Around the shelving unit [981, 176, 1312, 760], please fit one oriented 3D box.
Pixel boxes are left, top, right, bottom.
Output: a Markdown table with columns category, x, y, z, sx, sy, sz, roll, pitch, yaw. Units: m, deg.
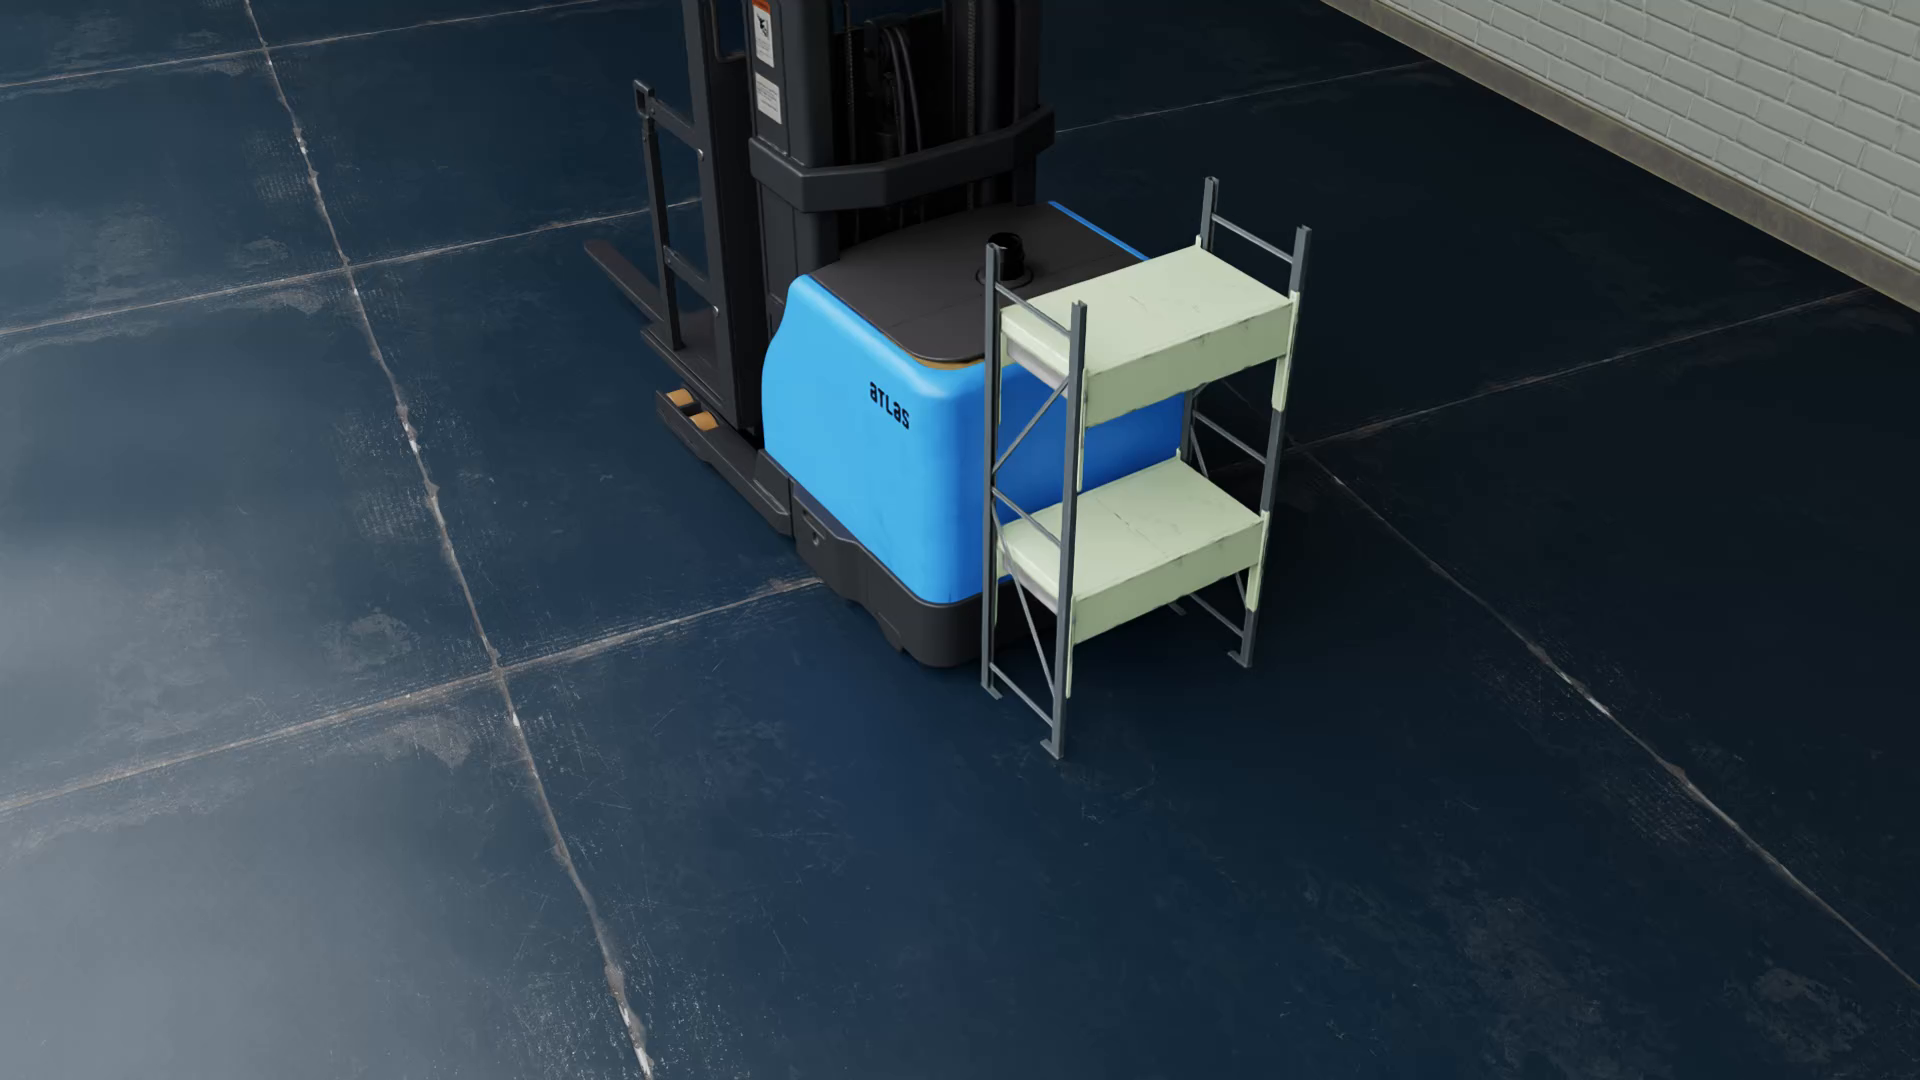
| category | x | y | z | sx | sy | sz | roll | pitch | yaw |
| --- | --- | --- | --- | --- | --- | --- | --- | --- | --- |
| shelving unit | 0.490 | -0.179 | 4.731 | 0.755 | 1.500 | 0.431 | -22 | 42 | -26 |

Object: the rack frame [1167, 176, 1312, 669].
| category | x | y | z | sx | sy | sz | roll | pitch | yaw |
| --- | --- | --- | --- | --- | --- | --- | --- | --- | --- |
| rack frame | 0.795 | -0.300 | 4.895 | 0.023 | 1.500 | 0.400 | -22 | 42 | -26 |

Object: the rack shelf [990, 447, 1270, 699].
| category | x | y | z | sx | sy | sz | roll | pitch | yaw |
| --- | --- | --- | --- | --- | --- | --- | --- | --- | --- |
| rack shelf | 0.490 | 0.083 | 4.926 | 0.720 | 0.370 | 0.431 | -22 | 42 | -26 |

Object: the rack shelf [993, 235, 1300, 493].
| category | x | y | z | sx | sy | sz | roll | pitch | yaw |
| --- | --- | --- | --- | --- | --- | --- | --- | --- | --- |
| rack shelf | 0.491 | -0.492 | 4.498 | 0.720 | 0.370 | 0.431 | -22 | 42 | -26 |

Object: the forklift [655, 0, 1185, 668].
| category | x | y | z | sx | sy | sz | roll | pitch | yaw |
| --- | --- | --- | --- | --- | --- | --- | --- | --- | --- |
| forklift | -0.487 | -1.626 | 5.482 | 1.130 | 2.935 | 3.031 | -22 | 42 | -26 |

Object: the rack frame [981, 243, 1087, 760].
| category | x | y | z | sx | sy | sz | roll | pitch | yaw |
| --- | --- | --- | --- | --- | --- | --- | --- | --- | --- |
| rack frame | 0.186 | -0.057 | 4.568 | 0.023 | 1.500 | 0.400 | -22 | 42 | -26 |
